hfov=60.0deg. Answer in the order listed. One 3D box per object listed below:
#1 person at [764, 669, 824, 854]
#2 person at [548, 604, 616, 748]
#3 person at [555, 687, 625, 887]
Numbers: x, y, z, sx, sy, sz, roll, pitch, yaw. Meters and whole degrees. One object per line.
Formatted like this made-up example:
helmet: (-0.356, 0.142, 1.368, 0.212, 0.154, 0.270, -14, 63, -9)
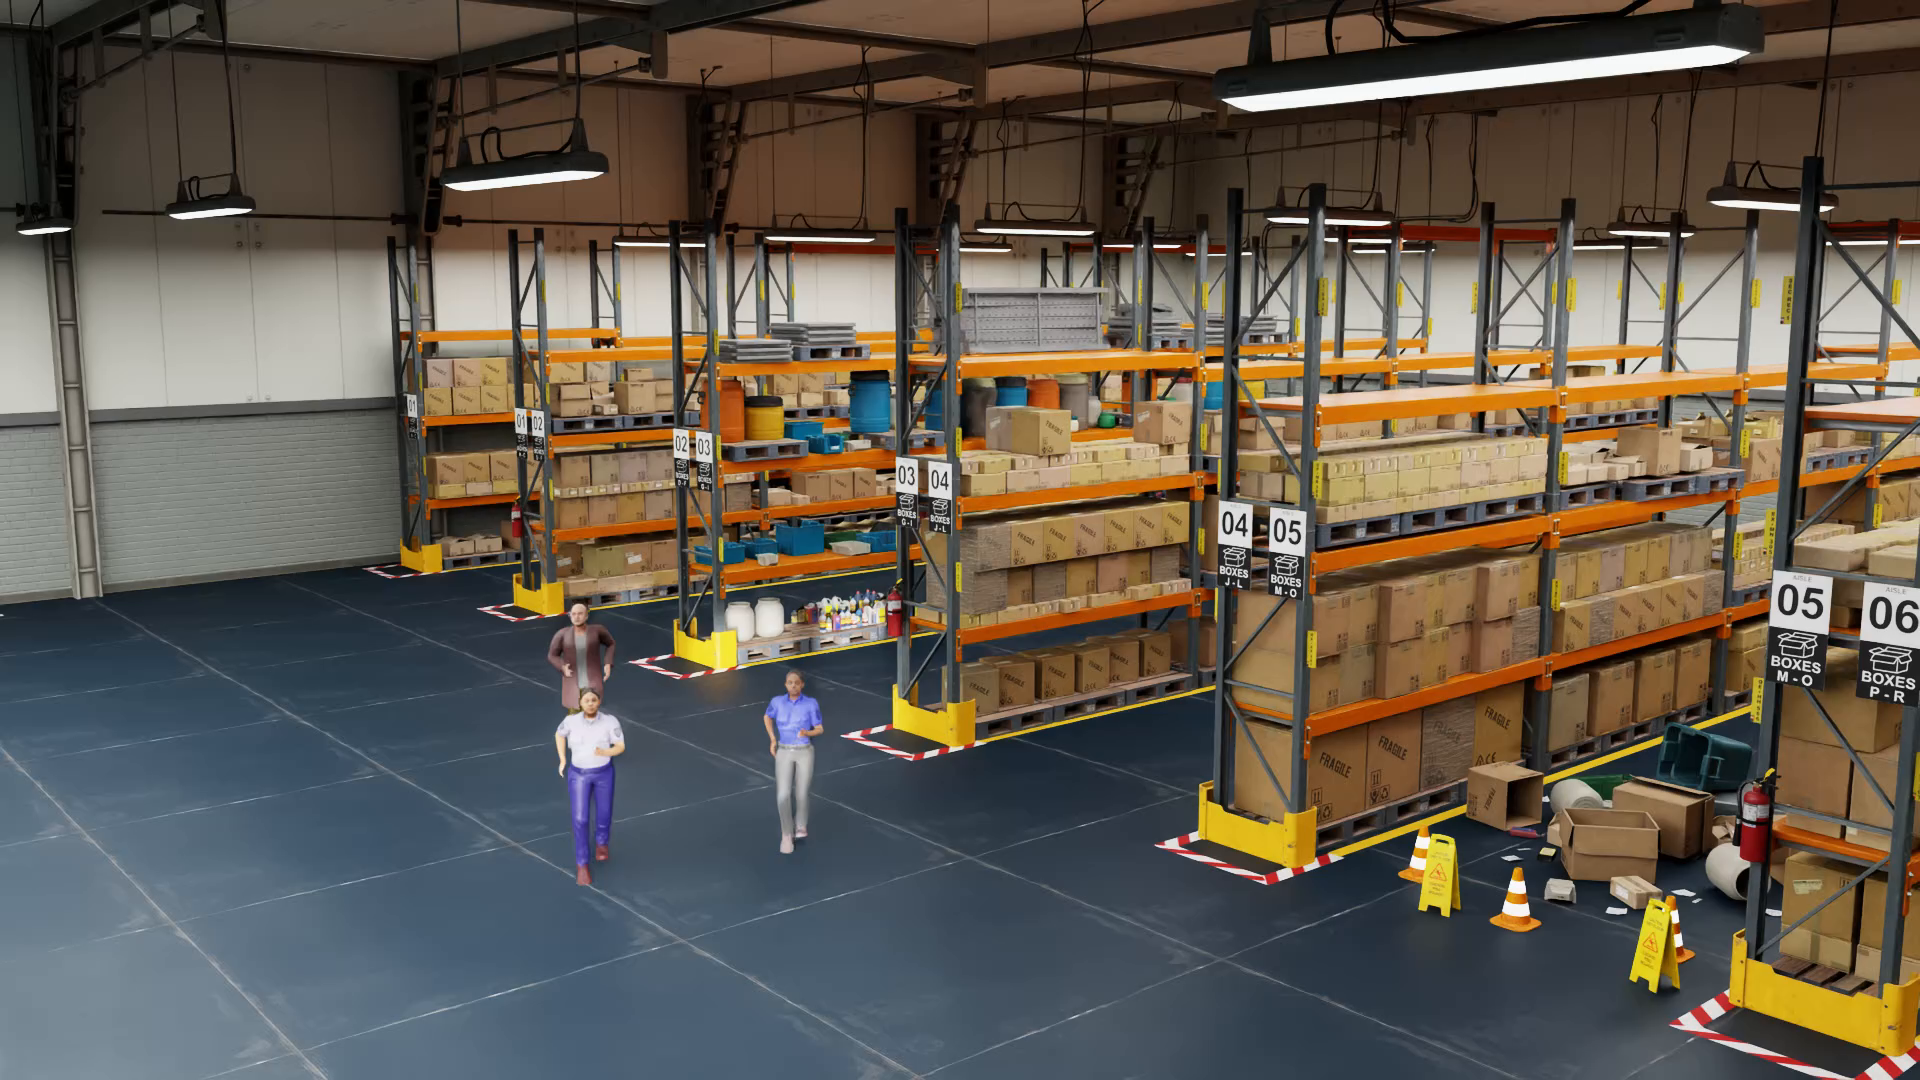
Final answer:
person: (-1.523, 2.033, 15.258, 0.553, 1.705, 0.677, -1, 9, -4)
person: (-4.071, 1.553, 17.956, 0.719, 1.784, 1.001, -2, 9, -10)
person: (-3.239, 2.133, 14.636, 0.579, 1.699, 0.764, -3, 9, -16)
